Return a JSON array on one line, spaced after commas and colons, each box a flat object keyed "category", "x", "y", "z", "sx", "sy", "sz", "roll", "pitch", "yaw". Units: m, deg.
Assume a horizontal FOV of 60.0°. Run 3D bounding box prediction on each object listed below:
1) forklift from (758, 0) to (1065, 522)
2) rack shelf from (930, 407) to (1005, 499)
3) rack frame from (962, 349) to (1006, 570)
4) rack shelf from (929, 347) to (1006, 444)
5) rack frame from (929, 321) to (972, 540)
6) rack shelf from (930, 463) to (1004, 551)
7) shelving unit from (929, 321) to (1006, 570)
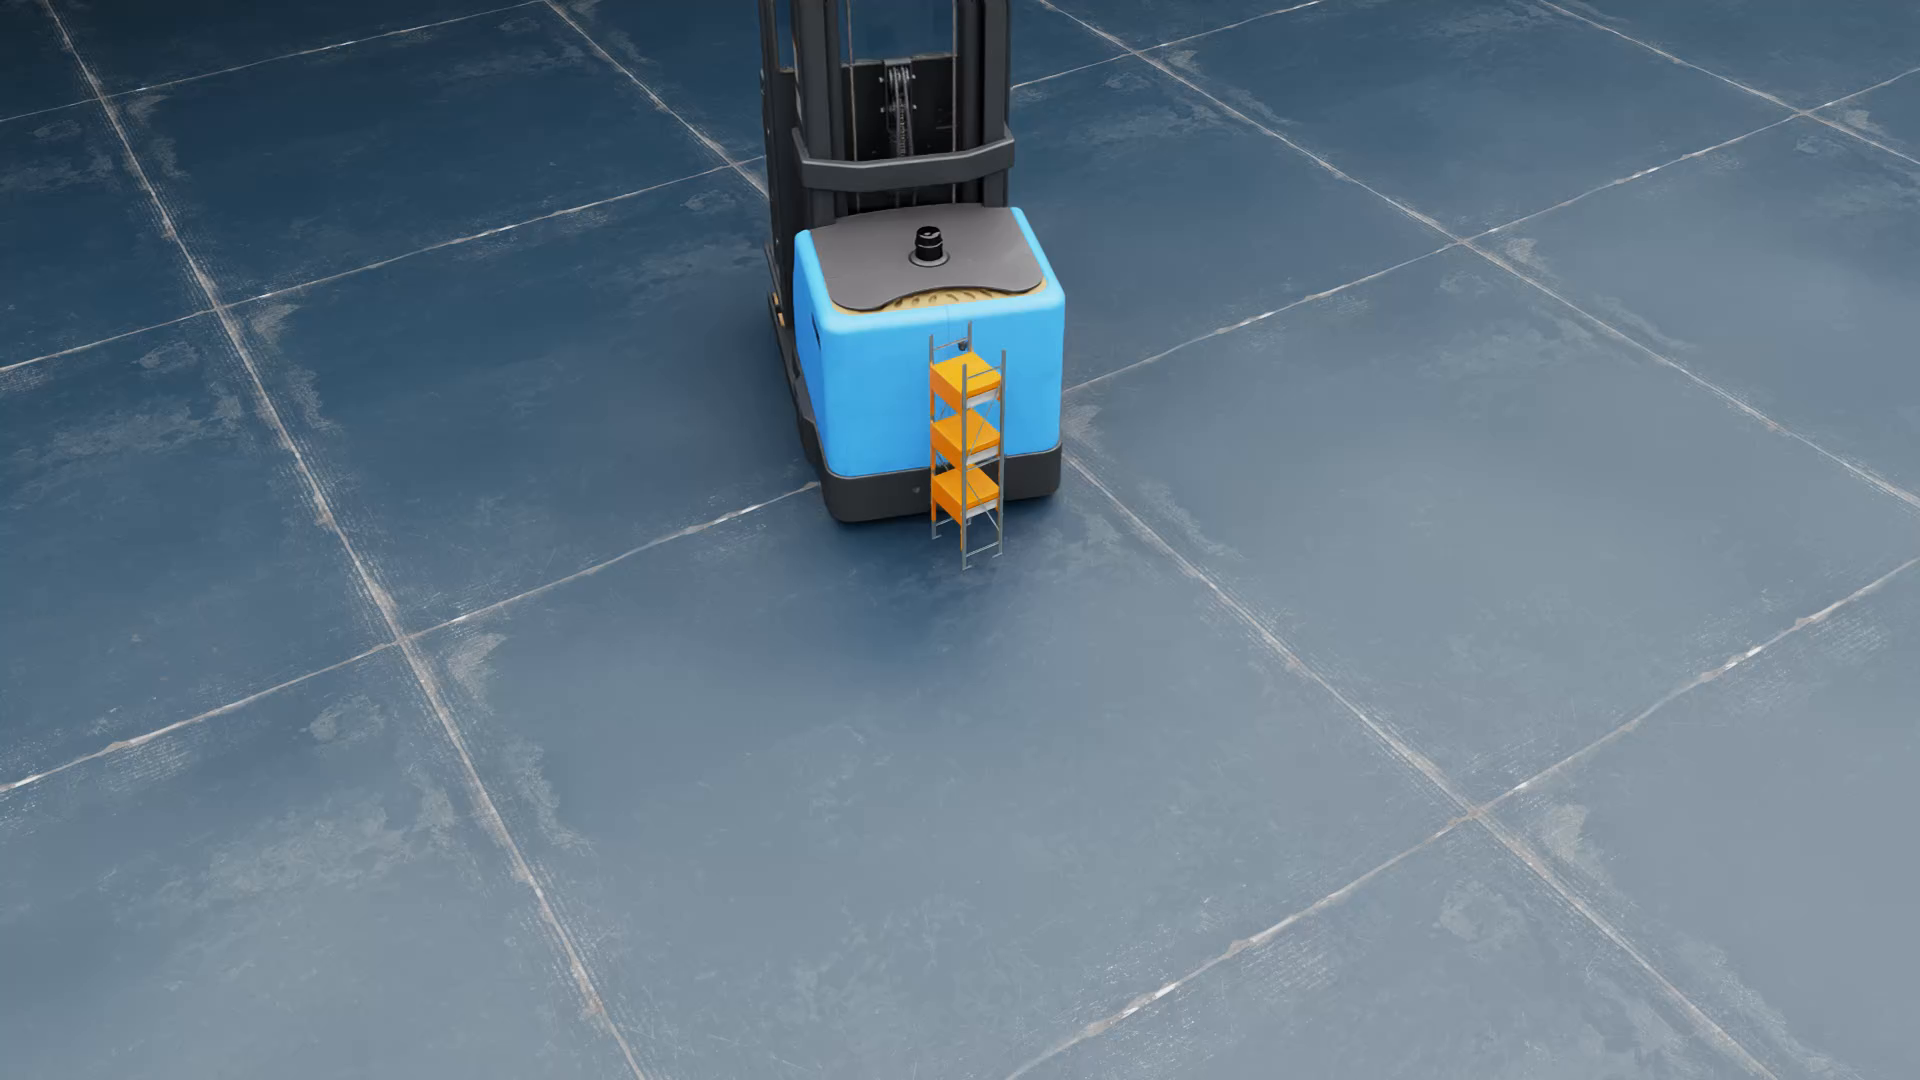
[{"category": "forklift", "x": -0.372, "y": -2.153, "z": 7.545, "sx": 1.130, "sy": 2.935, "sz": 3.031, "roll": -8, "pitch": 40, "yaw": -10}, {"category": "rack shelf", "x": 0.029, "y": -0.366, "z": 6.886, "sx": 0.215, "sy": 0.259, "sz": 0.240, "roll": -22, "pitch": 45, "yaw": -24}, {"category": "rack frame", "x": 0.094, "y": -0.309, "z": 6.800, "sx": 0.200, "sy": 1.050, "sz": 0.008, "roll": -22, "pitch": 45, "yaw": -24}, {"category": "rack shelf", "x": 0.029, "y": -0.584, "z": 6.704, "sx": 0.215, "sy": 0.259, "sz": 0.240, "roll": -22, "pitch": 45, "yaw": -24}, {"category": "rack frame", "x": -0.037, "y": -0.440, "z": 6.958, "sx": 0.200, "sy": 1.050, "sz": 0.008, "roll": -22, "pitch": 45, "yaw": -24}, {"category": "rack shelf", "x": 0.029, "y": -0.153, "z": 7.064, "sx": 0.215, "sy": 0.259, "sz": 0.240, "roll": -22, "pitch": 45, "yaw": -24}, {"category": "shelving unit", "x": 0.029, "y": -0.374, "z": 6.879, "sx": 0.215, "sy": 1.050, "sz": 0.252, "roll": -22, "pitch": 45, "yaw": -24}]
